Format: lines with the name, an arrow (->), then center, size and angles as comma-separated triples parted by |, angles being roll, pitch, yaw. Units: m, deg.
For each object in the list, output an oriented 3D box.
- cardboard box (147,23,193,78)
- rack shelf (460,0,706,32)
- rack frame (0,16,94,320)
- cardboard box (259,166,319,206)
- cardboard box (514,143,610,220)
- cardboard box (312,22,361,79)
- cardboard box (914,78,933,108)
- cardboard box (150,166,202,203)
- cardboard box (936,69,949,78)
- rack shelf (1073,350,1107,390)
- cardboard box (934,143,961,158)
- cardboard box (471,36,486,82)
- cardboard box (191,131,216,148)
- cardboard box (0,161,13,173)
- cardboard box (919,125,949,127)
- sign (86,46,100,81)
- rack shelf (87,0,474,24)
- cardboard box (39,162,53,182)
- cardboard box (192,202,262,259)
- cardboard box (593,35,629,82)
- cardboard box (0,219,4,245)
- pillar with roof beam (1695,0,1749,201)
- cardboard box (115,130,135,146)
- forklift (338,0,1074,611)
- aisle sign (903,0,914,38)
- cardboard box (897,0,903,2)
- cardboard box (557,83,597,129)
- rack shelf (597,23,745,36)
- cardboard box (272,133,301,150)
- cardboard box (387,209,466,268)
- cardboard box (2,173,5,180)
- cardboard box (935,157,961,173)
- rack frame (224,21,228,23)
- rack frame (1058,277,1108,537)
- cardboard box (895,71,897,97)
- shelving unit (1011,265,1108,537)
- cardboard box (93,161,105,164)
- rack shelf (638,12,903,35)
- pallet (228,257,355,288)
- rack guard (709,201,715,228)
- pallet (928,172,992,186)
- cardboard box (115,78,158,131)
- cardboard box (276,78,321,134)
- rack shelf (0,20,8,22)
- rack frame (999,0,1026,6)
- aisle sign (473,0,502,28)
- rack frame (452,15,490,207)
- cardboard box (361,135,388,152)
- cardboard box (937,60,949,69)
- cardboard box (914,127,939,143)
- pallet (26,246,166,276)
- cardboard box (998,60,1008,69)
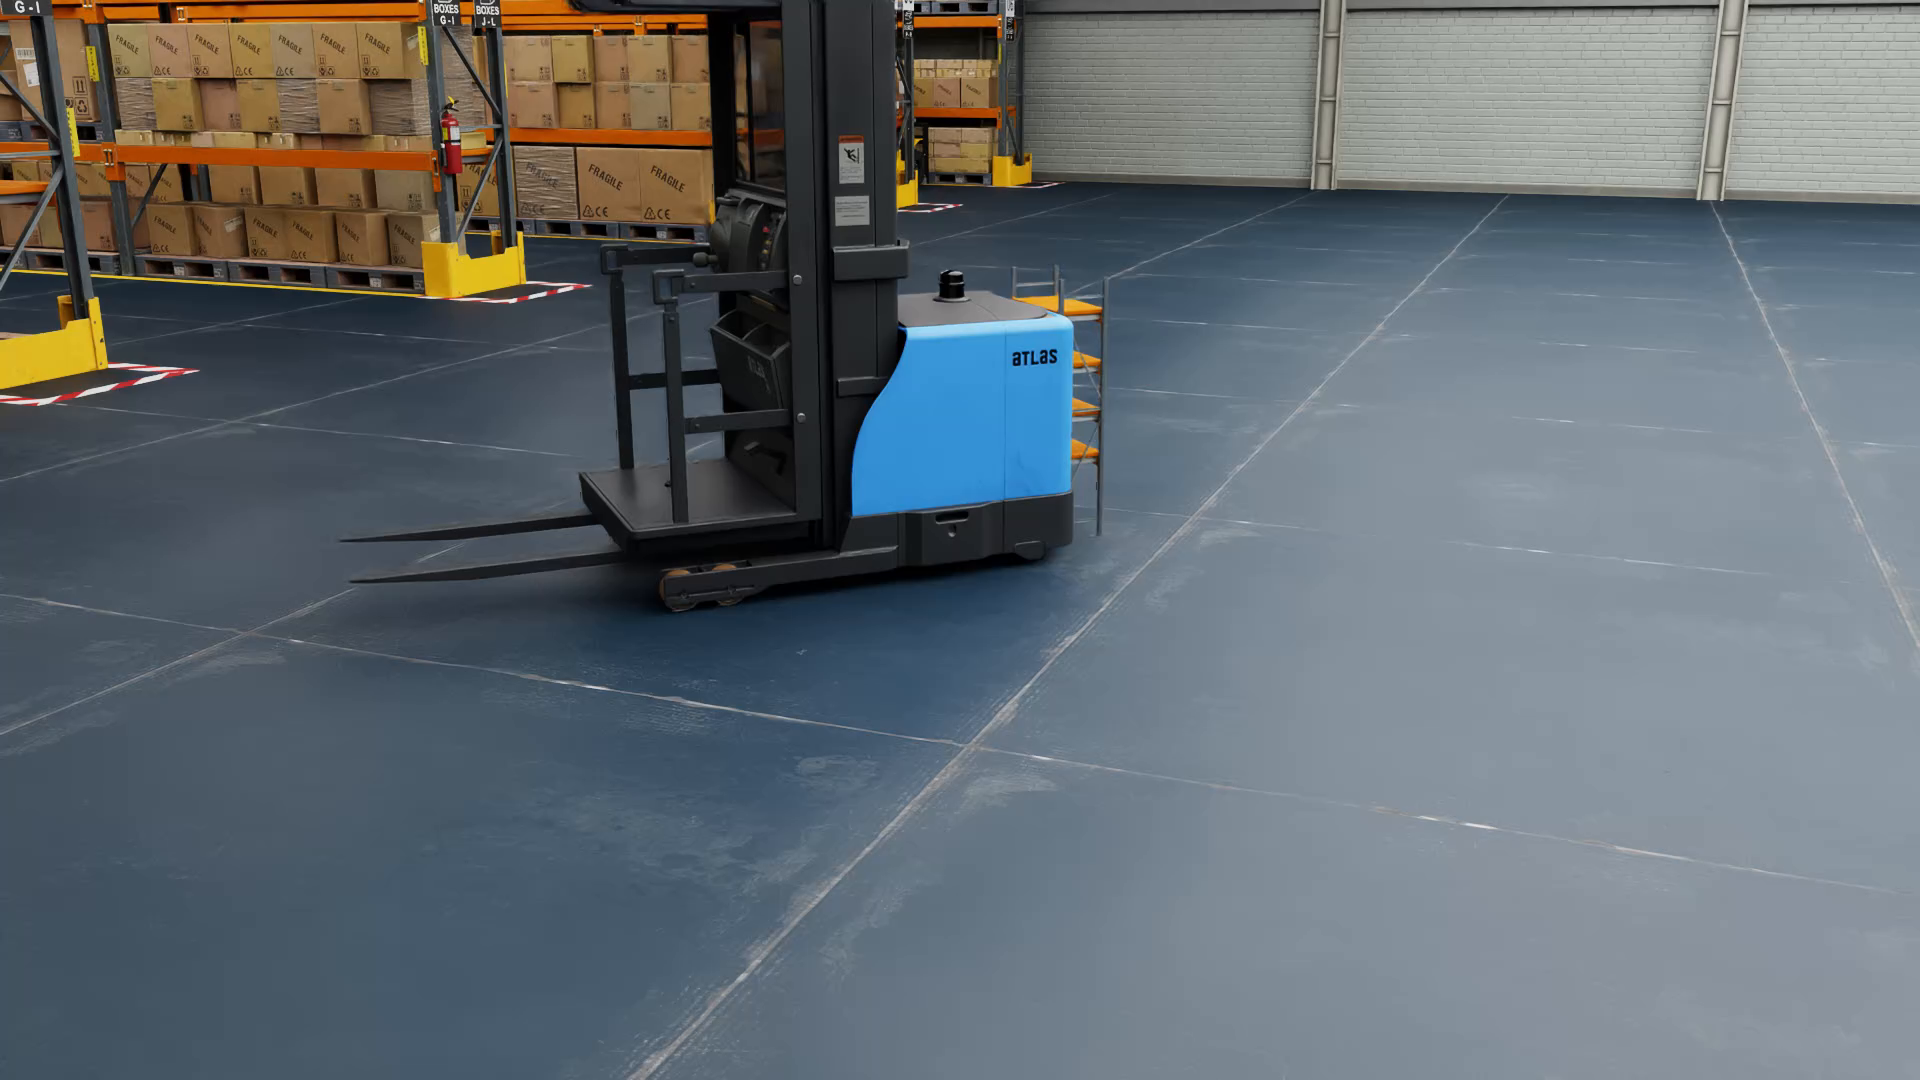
cardboard box -> -7.491, -4.755, 16.166 | 0.500, 0.500, 0.500 | 6, 17, 21
rack shelf -> -4.507, -6.413, 20.295 | 4.000, 0.370, 1.077 | 6, 17, 21
rack frame -> -6.378, -2.553, 11.087 | 0.127, 3.000, 1.000 | 6, 17, 21
cardboard box -> -8.741, -4.879, 22.382 | 0.750, 0.750, 1.050 | 7, 17, 21
cardboard box -> -4.968, -4.530, 20.957 | 0.875, 0.875, 0.875 | 6, 17, 21
cardboard box -> -5.630, -4.550, 15.462 | 0.500, 0.500, 0.500 | 6, 17, 21
cardboard box -> -0.617, -7.834, 29.097 | 0.500, 0.500, 0.500 | 6, 17, 20
cardboard box -> -10.797, -4.933, 23.015 | 0.500, 0.500, 0.500 | 6, 17, 20
cardboard box -> -0.226, -8.107, 28.876 | 0.250, 0.149, 0.380 | 6, 17, 20
rack shelf -> 0.450, -0.796, 7.702 | 0.258, 0.148, 0.480 | -7, 18, -23
cardboard box -> -0.137, -6.840, 29.135 | 0.500, 0.250, 0.500 | 6, 17, 20
cardboard box -> -6.037, -6.067, 20.985 | 0.550, 0.550, 0.875 | 6, 17, 21
cardboard box -> -7.268, -3.919, 16.245 | 0.250, 0.149, 0.380 | 6, 17, 21
cardboard box -> -14.054, -5.548, 24.699 | 0.250, 0.149, 0.380 | 7, 18, 23
cardboard box -> -0.412, -7.259, 29.684 | 0.500, 0.250, 0.500 | 6, 17, 20
sign -> -8.482, -4.658, 16.263 | 0.005, 0.325, 0.100 | 6, 17, 21
rack shelf -> -6.421, -5.137, 15.899 | 4.000, 0.370, 1.077 | 6, 17, 21
cardboard box -> -12.727, -5.144, 23.744 | 0.500, 0.500, 0.500 | 7, 18, 23
cardboard box -> -7.389, -3.140, 16.840 | 0.500, 0.500, 0.500 | 13, 21, 38
cardboard box -> -3.994, -5.877, 20.332 | 0.550, 0.550, 0.875 | 6, 17, 21
cardboard box -> -10.322, -3.494, 18.023 | 0.500, 0.500, 0.700 | 8, 18, 25
pillar with roof beam -> 10.160, -8.537, 20.941 | 0.400, 9.000, 9.100 | 6, 17, 21
cardboard box -> -8.192, -4.026, 16.612 | 0.250, 0.149, 0.380 | 6, 17, 21
forklift -> -1.063, -1.288, 6.851 | 3.031, 2.935, 1.130 | -7, 18, -22
aisle sign -> -0.753, -7.730, 24.258 | 0.004, 0.787, 0.394 | 6, 17, 21
cardboard box -> -1.054, -9.618, 28.925 | 0.637, 0.503, 0.797 | 7, 18, 22
cardboard box -> -4.511, -5.396, 20.611 | 0.500, 0.550, 0.875 | 6, 17, 21
rack shelf -> -4.688, -9.404, 30.598 | 4.000, 0.370, 1.077 | 6, 17, 21
cardboard box -> -6.335, -3.819, 15.898 | 0.250, 0.149, 0.380 | 6, 17, 21
cardboard box -> -5.135, -2.907, 16.037 | 0.500, 0.500, 0.500 | 10, 19, 31
cardboard box -> -14.298, -5.439, 24.856 | 0.250, 0.149, 0.380 | 6, 17, 21
cardboard box -> -0.119, -6.596, 29.193 | 0.500, 0.250, 0.500 | 6, 17, 21
rack frame -> -12.088, -7.635, 28.594 | 0.127, 3.000, 1.000 | 6, 17, 21
rack frame -> 0.548, -0.583, 7.531 | 0.240, 1.200, 0.015 | -7, 18, -23
cardboard box -> -1.263, -6.719, 24.725 | 0.500, 0.500, 0.500 | 6, 17, 20
shelving unit -> 0.450, -0.646, 7.746 | 0.258, 1.200, 0.503 | -7, 18, -23
cardboard box -> -11.762, -5.400, 23.280 | 0.500, 0.250, 0.500 | 7, 17, 22
rack shelf -> -2.785, -7.707, 24.752 | 4.000, 0.370, 1.077 | 6, 17, 21
pallet -> -6.505, -2.724, 16.677 | 1.213, 0.211, 1.003 | 6, 17, 21
rack guard -> -2.624, -3.911, 20.248 | 0.348, 0.500, 1.175 | 6, 17, 21
pallet -> 0.166, -6.424, 29.422 | 1.213, 0.211, 1.003 | 6, 17, 21
cardboard box -> -7.886, -4.376, 16.653 | 0.500, 0.500, 0.875 | 6, 17, 21
cardboard box -> -6.021, -4.174, 15.959 | 0.500, 0.500, 0.875 | 6, 17, 21
rack shelf -> -15.670, -7.641, 24.523 | 4.000, 0.370, 1.077 | 6, 17, 21
rack frame -> 0.893, -10.577, 27.965 | 0.127, 3.000, 1.000 | 6, 17, 21
aisle sign -> -4.393, -5.157, 15.396 | 0.004, 0.787, 0.394 | 6, 17, 21
rack frame -> -6.368, -5.523, 21.317 | 0.127, 3.000, 1.000 | 6, 17, 21
cardboard box -> -5.385, -3.730, 15.594 | 0.250, 0.149, 0.380 | 6, 17, 21
cardboard box -> -0.216, -8.262, 28.875 | 0.250, 0.149, 0.380 | 6, 17, 21
cardboard box -> -0.600, -7.123, 29.214 | 0.500, 0.250, 0.500 | 7, 17, 21
pallet -> -9.007, -2.987, 17.584 | 1.213, 0.211, 1.003 | 6, 17, 21
cardboard box -> 0.659, -8.288, 28.965 | 0.250, 0.149, 0.380 | 6, 17, 20
